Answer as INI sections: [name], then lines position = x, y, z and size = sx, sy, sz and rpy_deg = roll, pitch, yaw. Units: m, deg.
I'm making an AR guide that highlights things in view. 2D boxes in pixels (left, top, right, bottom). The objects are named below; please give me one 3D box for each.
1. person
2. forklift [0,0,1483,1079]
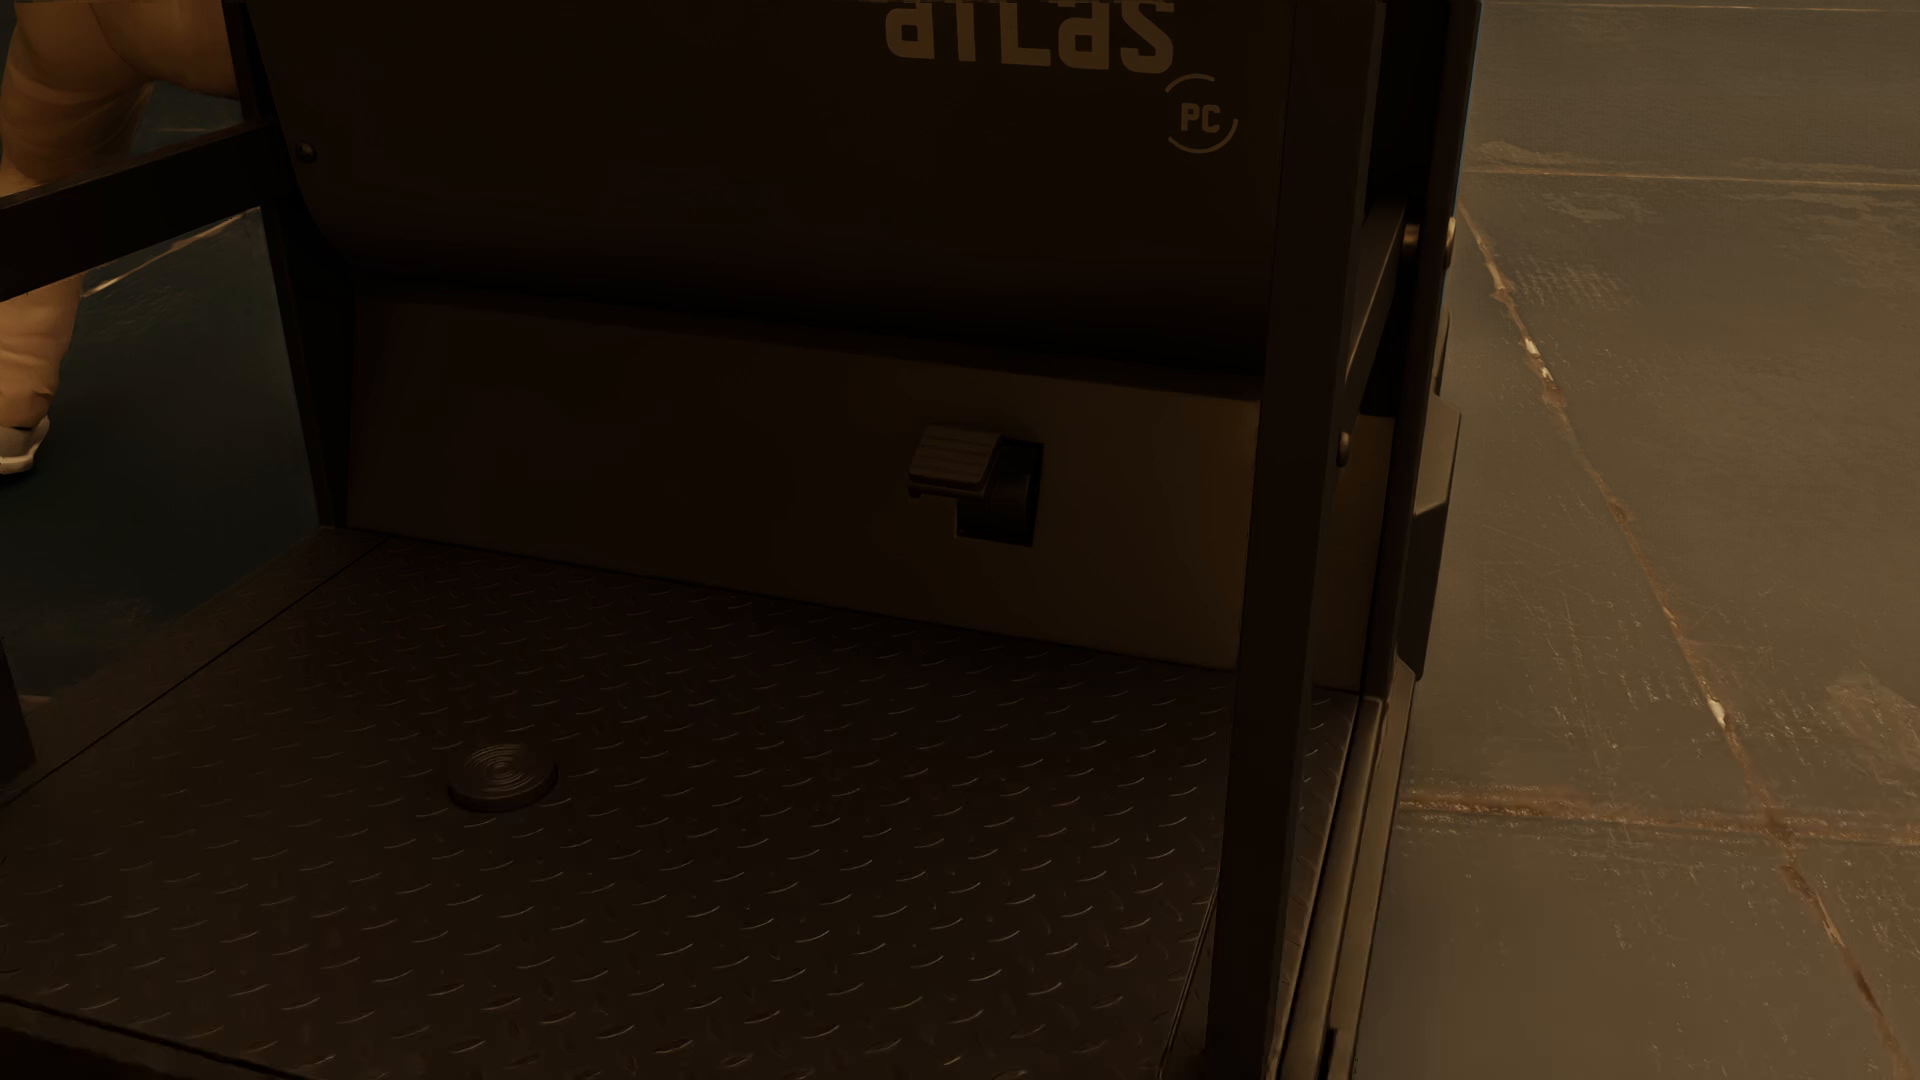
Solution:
[person]
position = -1.288, -0.891, 2.539
size = 0.972, 1.611, 0.639
rpy_deg = 8, 27, 15
[forklift]
position = -0.214, -0.844, 0.908
size = 1.130, 2.935, 3.031
rpy_deg = 8, 28, 16
